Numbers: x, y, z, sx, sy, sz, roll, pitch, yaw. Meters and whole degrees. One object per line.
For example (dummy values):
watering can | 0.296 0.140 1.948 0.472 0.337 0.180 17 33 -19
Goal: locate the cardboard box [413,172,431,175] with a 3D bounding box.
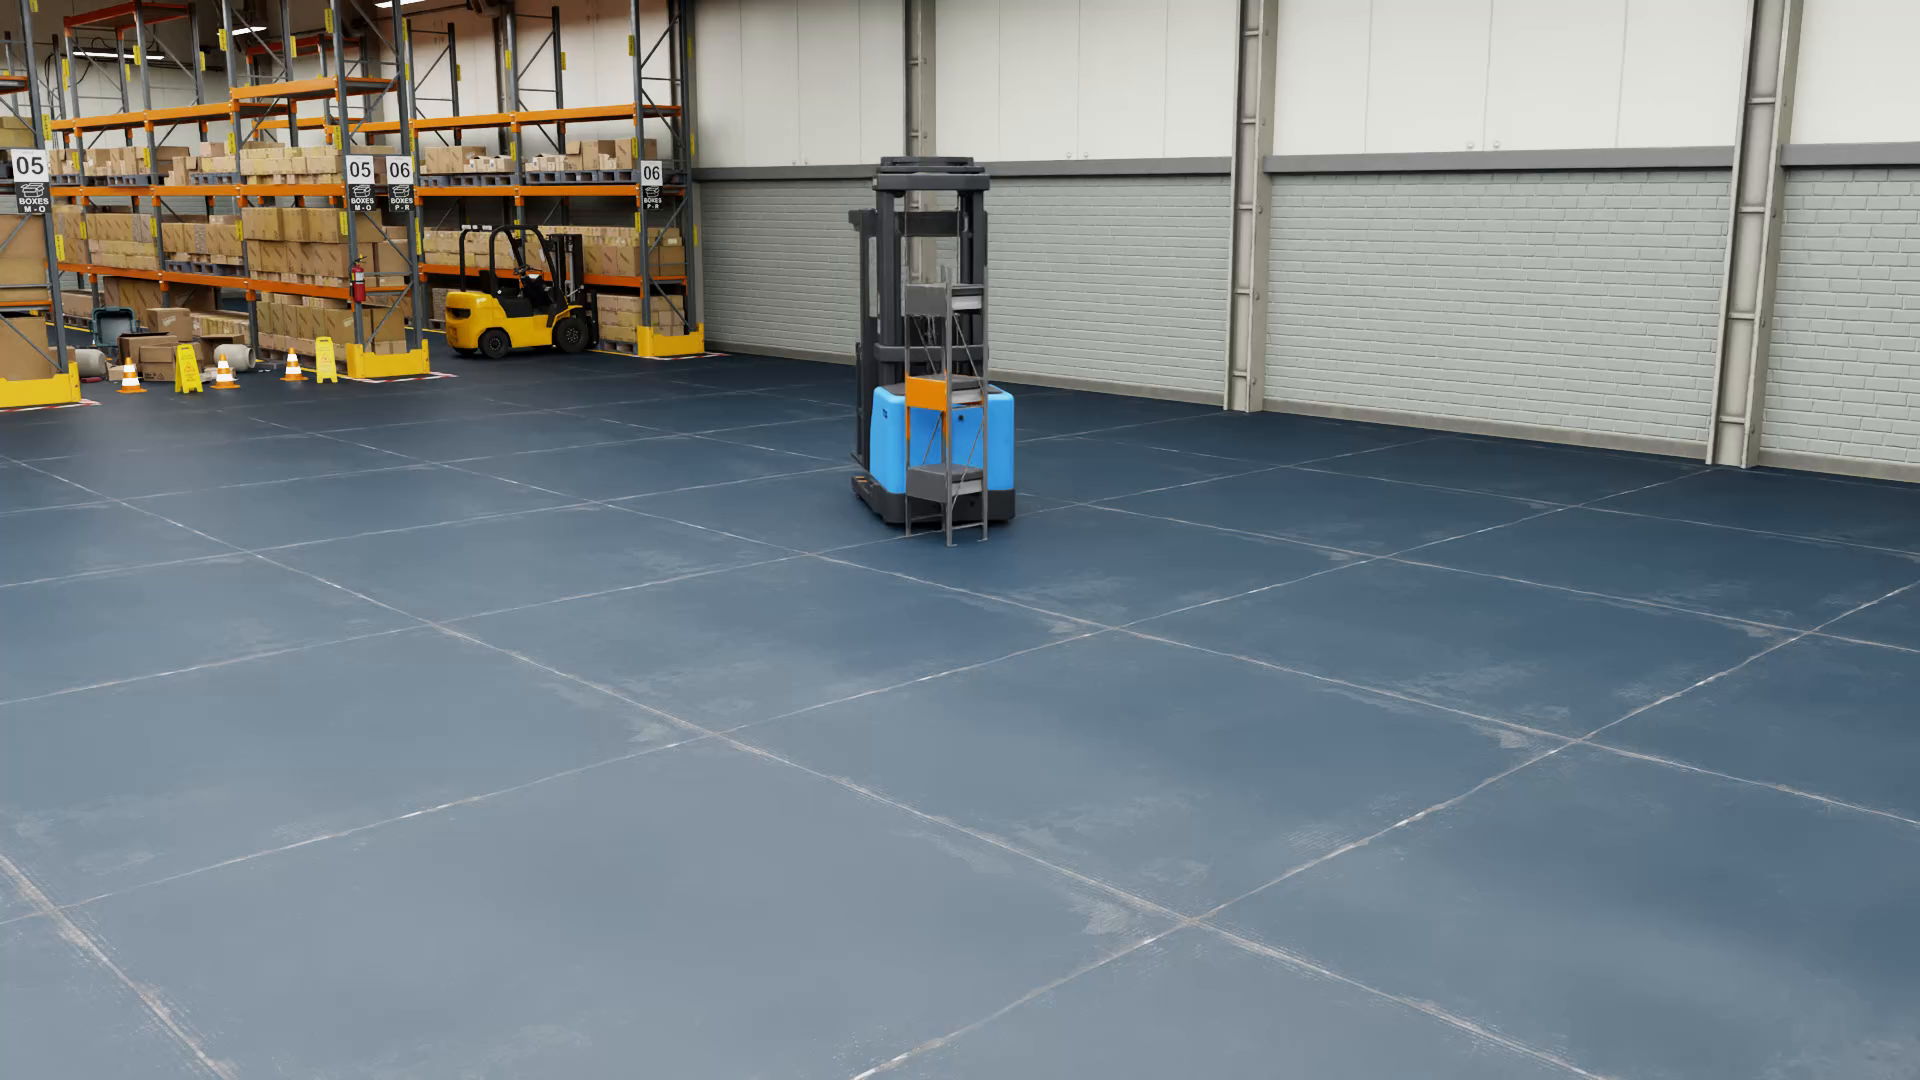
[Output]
cardboard box | -10.852 -7.400 33.347 0.380 0.149 0.250 -10 16 -41

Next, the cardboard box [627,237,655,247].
cardboard box | -5.350 -5.002 27.900 0.380 0.149 0.250 -11 16 -42

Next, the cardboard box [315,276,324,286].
cardboard box | -9.525 -3.928 25.167 0.380 0.149 0.250 -11 16 -42

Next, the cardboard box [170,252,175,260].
cardboard box | -13.930 -5.108 29.853 0.250 0.149 0.380 11 16 42

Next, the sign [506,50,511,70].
sign | -8.055 -8.564 29.670 0.100 0.325 0.005 -11 16 -43

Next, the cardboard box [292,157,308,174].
cardboard box | -9.752 -5.658 25.143 0.500 0.250 0.500 -10 16 -41

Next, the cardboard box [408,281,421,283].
cardboard box | -11.499 -5.391 35.191 0.380 0.149 0.250 -11 16 -42

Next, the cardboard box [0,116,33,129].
cardboard box | -12.006 -5.311 21.181 0.380 0.149 0.250 -11 16 -42

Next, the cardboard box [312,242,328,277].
cardboard box | -9.412 -4.240 25.075 0.500 0.500 0.500 -11 16 -42

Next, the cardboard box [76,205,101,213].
cardboard box | -17.225 -6.540 32.886 0.380 0.149 0.250 -11 16 -44

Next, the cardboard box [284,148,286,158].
cardboard box | -10.143 -5.945 25.546 0.380 0.149 0.250 -10 16 -41

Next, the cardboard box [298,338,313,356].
cardboard box | -9.966 -3.023 25.924 0.500 0.250 0.500 11 16 43

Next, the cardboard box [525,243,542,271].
cardboard box | -7.553 -5.155 30.252 0.500 0.500 0.500 11 16 44

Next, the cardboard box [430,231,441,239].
cardboard box | -10.240 -6.031 32.897 0.380 0.149 0.250 -10 16 -41

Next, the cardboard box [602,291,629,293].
cardboard box | -6.137 -4.291 29.602 0.500 0.250 0.500 -11 16 -44

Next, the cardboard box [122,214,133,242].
cardboard box | -15.265 -5.824 31.019 0.500 0.500 0.500 -11 16 -43

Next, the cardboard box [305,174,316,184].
cardboard box | -9.632 -5.442 25.080 0.380 0.149 0.250 -11 16 -43

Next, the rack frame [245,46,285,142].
rack frame | -15.957 -9.897 38.648 1.000 3.000 0.127 -11 16 -43

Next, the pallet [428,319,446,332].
pallet | -9.892 -4.300 33.258 1.003 0.211 1.213 -11 16 -43

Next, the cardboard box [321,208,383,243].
cardboard box | -9.006 -4.660 24.632 0.500 0.500 0.700 11 16 44

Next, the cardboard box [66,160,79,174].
cardboard box | -17.455 -7.389 32.954 0.396 0.266 0.258 -10 15 -41

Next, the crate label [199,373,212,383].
crate label | -10.881 -2.314 23.803 0.298 0.136 0.250 3 12 16

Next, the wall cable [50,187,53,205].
wall cable | -22.438 -7.783 40.737 0.588 1.984 0.122 -11 16 -43

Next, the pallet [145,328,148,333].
pallet | -14.510 -3.859 31.117 1.003 0.211 1.213 -11 16 -43

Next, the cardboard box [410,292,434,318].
cardboard box | -10.880 -4.804 33.950 0.500 0.500 0.500 -10 15 -41

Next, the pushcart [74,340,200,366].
pushcart | -12.872 -2.906 26.080 0.936 0.377 1.648 6 13 26

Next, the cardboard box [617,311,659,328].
cardboard box | -5.470 -3.755 28.237 0.500 0.250 0.500 -11 16 -43

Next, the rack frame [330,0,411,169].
rack frame | -8.496 -6.870 23.954 1.000 3.000 0.127 -11 16 -43

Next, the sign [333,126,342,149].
sign | -8.911 -5.760 23.806 0.100 0.325 0.005 -11 16 -43

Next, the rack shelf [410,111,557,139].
rack shelf | -9.052 -7.889 31.677 1.077 0.370 4.000 -11 16 -43

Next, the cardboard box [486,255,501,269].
cardboard box | -8.559 -5.243 31.300 0.500 0.250 0.500 -11 16 -43

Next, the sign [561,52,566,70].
sign | -7.252 -8.754 30.395 0.100 0.325 0.005 -11 16 -43

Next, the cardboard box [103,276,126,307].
cardboard box | -16.297 -4.768 32.847 0.875 0.875 0.875 -10 15 -41

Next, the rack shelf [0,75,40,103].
rack shelf | -13.387 -5.909 22.064 1.077 0.370 4.000 -11 16 -43

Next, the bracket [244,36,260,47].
bracket | -17.138 -12.069 40.270 0.235 0.232 0.430 -11 16 -43

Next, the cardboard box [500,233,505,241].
cardboard box | -8.389 -5.671 31.148 0.380 0.149 0.250 -11 16 -43

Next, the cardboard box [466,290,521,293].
cardboard box | -9.090 -4.548 32.398 0.625 0.625 0.875 11 16 43

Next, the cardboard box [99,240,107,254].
cardboard box | -16.302 -5.678 32.172 0.500 0.250 0.500 -11 16 -42

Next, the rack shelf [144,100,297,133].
rack shelf | -12.639 -7.197 28.317 1.077 0.370 4.000 -11 16 -43

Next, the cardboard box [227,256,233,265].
cardboard box | -11.982 -4.675 27.752 0.250 0.149 0.380 11 16 43

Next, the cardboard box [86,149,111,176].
cardboard box | -16.384 -7.237 31.884 0.500 0.500 0.500 -11 16 -44

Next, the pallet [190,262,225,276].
pallet | -12.624 -4.722 28.871 1.003 0.211 1.213 -11 16 -43

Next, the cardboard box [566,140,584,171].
cardboard box | -6.401 -6.683 28.936 0.797 0.503 0.637 -10 15 -41

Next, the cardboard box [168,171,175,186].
cardboard box | -13.749 -6.395 29.418 0.396 0.266 0.258 -11 16 -43

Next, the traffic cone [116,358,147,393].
traffic cone | -11.346 -2.260 22.732 0.336 0.463 0.334 -11 16 -43

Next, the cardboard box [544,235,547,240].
cardboard box | -7.261 -5.419 29.925 0.380 0.149 0.250 -11 16 -43

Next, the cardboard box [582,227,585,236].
cardboard box | -6.371 -5.382 29.007 0.380 0.149 0.250 -11 16 -42

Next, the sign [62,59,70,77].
sign | -17.201 -9.082 31.986 0.100 0.325 0.005 -11 16 -43

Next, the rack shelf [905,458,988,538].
rack shelf | -0.104 -0.334 12.866 0.431 0.518 0.480 -10 15 -41

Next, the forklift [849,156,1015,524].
forklift | -0.357 -1.813 14.449 1.130 2.935 3.031 -2 12 -12

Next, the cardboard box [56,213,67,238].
cardboard box | -18.011 -6.400 33.815 0.500 0.500 0.500 -11 16 -42

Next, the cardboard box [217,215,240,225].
cardboard box | -12.225 -5.368 27.898 0.250 0.149 0.380 11 16 43

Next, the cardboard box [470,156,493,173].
cardboard box | -8.877 -7.071 31.298 0.500 0.311 0.500 11 16 43

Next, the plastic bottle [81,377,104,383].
plastic bottle | -12.496 -2.307 23.957 0.133 0.061 0.283 6 13 26

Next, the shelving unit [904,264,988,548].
shelving unit | -0.104 -1.033 12.722 0.431 2.100 0.503 -10 15 -41
